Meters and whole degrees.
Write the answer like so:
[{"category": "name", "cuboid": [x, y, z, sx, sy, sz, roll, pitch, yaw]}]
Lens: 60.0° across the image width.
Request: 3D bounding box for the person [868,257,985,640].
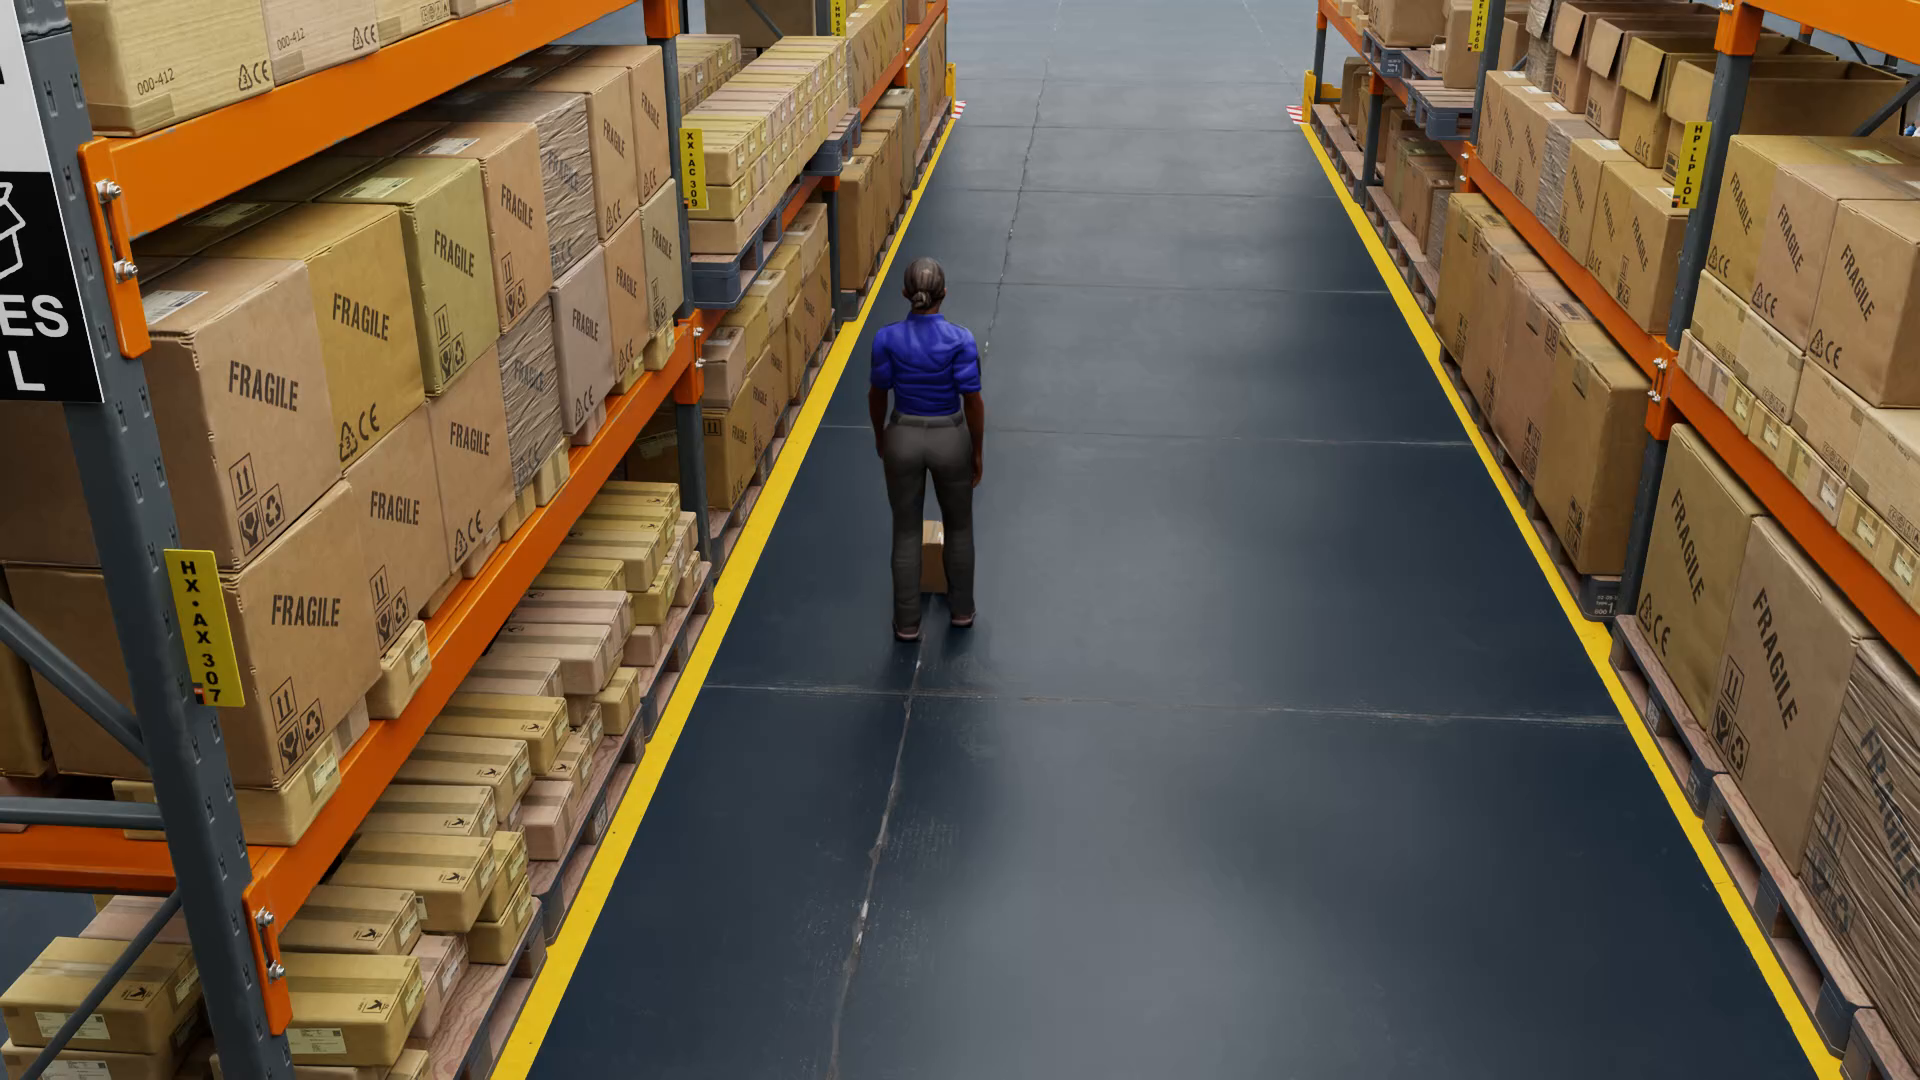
[{"category": "person", "cuboid": [-0.134, -0.384, 6.958, 0.482, 1.682, 0.449, 1, 25, 3]}]
